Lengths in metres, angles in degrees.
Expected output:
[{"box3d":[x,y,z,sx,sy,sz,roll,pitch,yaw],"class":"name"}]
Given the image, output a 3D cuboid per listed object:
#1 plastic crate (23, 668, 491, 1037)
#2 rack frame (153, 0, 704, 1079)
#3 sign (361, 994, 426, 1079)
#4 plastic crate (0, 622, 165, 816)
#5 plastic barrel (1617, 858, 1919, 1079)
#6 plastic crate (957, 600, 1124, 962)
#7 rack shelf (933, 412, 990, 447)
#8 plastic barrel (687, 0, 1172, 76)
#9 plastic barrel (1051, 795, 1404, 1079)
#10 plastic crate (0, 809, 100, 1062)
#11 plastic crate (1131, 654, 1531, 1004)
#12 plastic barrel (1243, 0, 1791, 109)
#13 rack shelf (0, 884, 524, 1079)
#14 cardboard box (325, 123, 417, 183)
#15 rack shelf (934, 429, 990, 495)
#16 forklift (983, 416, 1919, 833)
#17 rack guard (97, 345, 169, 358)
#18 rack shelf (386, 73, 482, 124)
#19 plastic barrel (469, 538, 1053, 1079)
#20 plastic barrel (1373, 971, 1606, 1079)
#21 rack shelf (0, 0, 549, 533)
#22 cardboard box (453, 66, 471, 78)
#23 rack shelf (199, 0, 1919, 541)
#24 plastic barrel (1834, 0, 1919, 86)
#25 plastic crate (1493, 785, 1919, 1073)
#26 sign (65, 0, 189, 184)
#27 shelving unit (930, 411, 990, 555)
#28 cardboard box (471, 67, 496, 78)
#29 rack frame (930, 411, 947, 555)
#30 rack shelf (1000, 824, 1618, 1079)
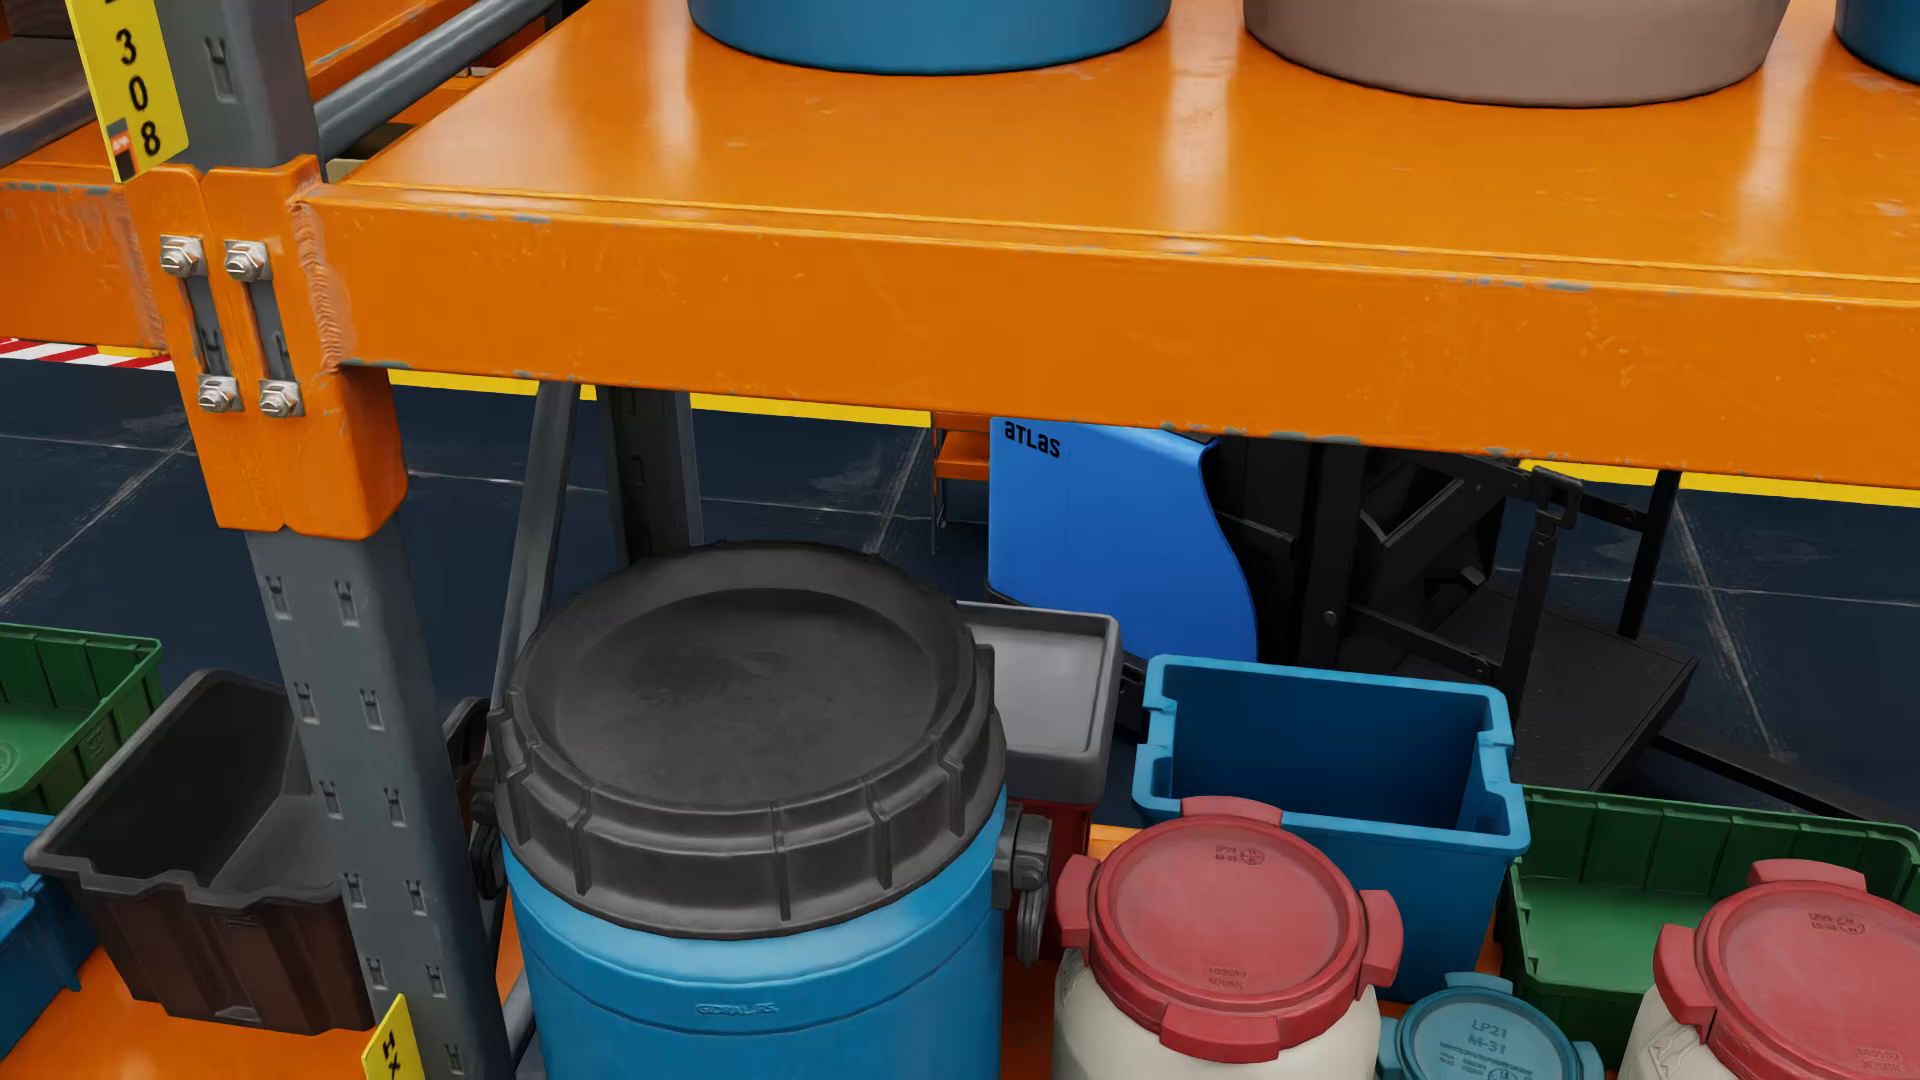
[{"box3d":[-1.068,0.449,2.764,0.504,0.338,0.767,5,32,8],"class":"plastic crate"},{"box3d":[-0.574,0.537,2.564,0.053,2.616,0.949,5,32,8],"class":"rack frame"},{"box3d":[-0.677,0.705,2.036,0.005,0.325,0.100,5,32,8],"class":"sign"},{"box3d":[-1.864,0.357,3.053,0.662,0.188,0.450,5,32,8],"class":"plastic crate"},{"box3d":[1.056,0.744,2.107,0.433,0.535,0.433,0,32,0],"class":"plastic barrel"},{"box3d":[-0.045,0.392,2.737,0.583,0.464,0.402,5,32,8],"class":"plastic crate"},{"box3d":[0.163,-0.437,5.944,0.480,0.148,0.258,5,32,8],"class":"rack shelf"},{"box3d":[-0.036,-1.016,1.747,0.708,0.901,0.600,5,32,8],"class":"plastic barrel"},{"box3d":[0.333,0.678,2.211,0.433,0.535,0.433,0,32,0],"class":"plastic barrel"},{"box3d":[-1.710,0.642,2.537,0.616,0.251,0.499,5,32,8],"class":"plastic crate"},{"box3d":[0.566,0.478,2.674,0.575,0.384,0.392,5,32,8],"class":"plastic crate"},{"box3d":[0.609,-0.958,1.654,0.600,0.901,0.600,0,32,0],"class":"plastic barrel"},{"box3d":[-2.545,0.662,3.043,4.000,0.370,1.077,5,32,8],"class":"rack shelf"},{"box3d":[-2.695,-1.534,7.363,0.500,0.500,0.500,5,32,8],"class":"cardboard box"},{"box3d":[0.163,-0.268,6.049,0.480,0.148,0.258,5,32,8],"class":"rack shelf"},{"box3d":[1.529,-0.535,4.343,3.031,2.935,1.130,24,39,33],"class":"forklift"},{"box3d":[-3.703,-1.354,7.942,0.348,0.500,1.175,5,32,8],"class":"rack guard"},{"box3d":[-1.708,-1.928,7.181,4.000,0.370,1.077,5,32,8],"class":"rack shelf"},{"box3d":[-0.244,0.516,2.126,0.708,0.901,0.600,5,32,8],"class":"plastic barrel"},{"box3d":[0.705,0.793,2.287,0.301,0.262,0.301,0,32,0],"class":"plastic barrel"},{"box3d":[-2.545,-0.609,2.247,4.000,0.370,1.077,5,32,8],"class":"rack shelf"},{"box3d":[-2.214,-2.314,7.025,0.500,0.500,0.700,5,32,9],"class":"cardboard box"},{"box3d":[1.398,-0.252,1.677,4.000,0.370,1.077,5,32,8],"class":"rack shelf"},{"box3d":[1.254,-0.900,1.560,0.708,0.901,0.600,5,32,8],"class":"plastic barrel"},{"box3d":[1.191,0.633,2.611,0.662,0.188,0.450,5,32,8],"class":"plastic crate"},{"box3d":[-0.677,-0.453,1.311,0.005,0.325,0.100,5,32,8],"class":"sign"},{"box3d":[0.163,-0.494,5.908,0.503,1.200,0.258,5,32,8],"class":"shelving unit"},{"box3d":[-1.695,-2.269,6.953,0.500,0.500,0.700,6,33,10],"class":"cardboard box"},{"box3d":[-0.077,-0.516,5.943,0.015,1.200,0.240,5,32,8],"class":"rack frame"},{"box3d":[1.398,1.019,2.473,4.000,0.370,1.077,5,32,8],"class":"rack shelf"}]
